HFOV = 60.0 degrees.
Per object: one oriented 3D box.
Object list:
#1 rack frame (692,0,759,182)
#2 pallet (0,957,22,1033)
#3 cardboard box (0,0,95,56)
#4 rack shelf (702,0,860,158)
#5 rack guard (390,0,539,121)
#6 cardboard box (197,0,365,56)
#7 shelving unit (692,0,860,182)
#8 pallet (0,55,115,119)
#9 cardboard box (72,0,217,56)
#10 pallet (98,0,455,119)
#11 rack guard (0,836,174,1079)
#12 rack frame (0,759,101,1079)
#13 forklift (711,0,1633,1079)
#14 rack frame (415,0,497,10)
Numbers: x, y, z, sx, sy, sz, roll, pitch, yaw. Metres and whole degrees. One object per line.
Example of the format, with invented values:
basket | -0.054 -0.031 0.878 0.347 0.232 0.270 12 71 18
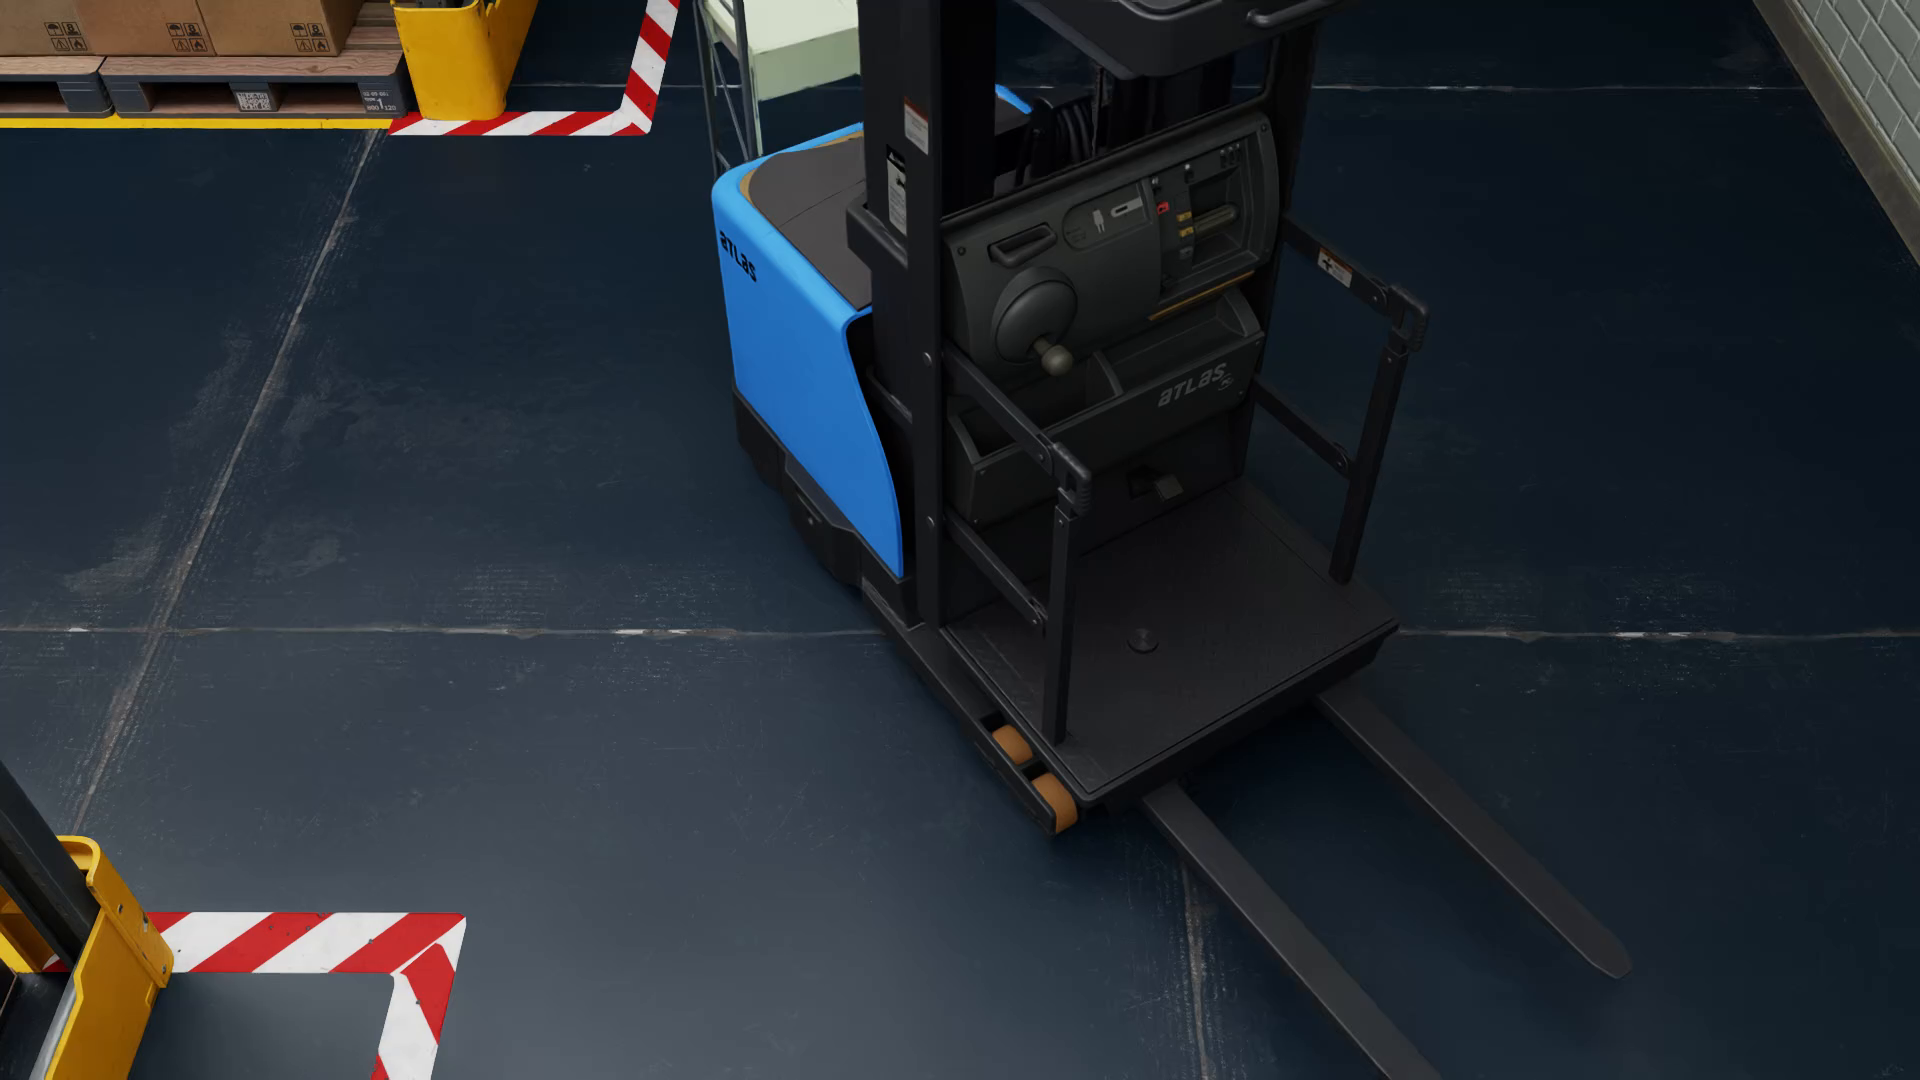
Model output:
rack frame | -0.706 -1.142 5.288 0.023 1.500 0.400 -21 51 -19
pallet | -2.977 1.394 3.809 1.213 0.211 1.003 0 47 0
cardboard box | -3.793 -2.403 6.858 0.500 0.500 0.700 -1 47 -1
rack shelf | -0.383 -1.533 5.119 0.720 0.370 0.431 -21 51 -19
rack guard | -2.065 -2.329 7.076 0.348 0.500 1.175 0 47 0
cardboard box | -2.789 -2.401 6.856 0.500 0.500 0.700 0 47 0
shelving unit | -0.383 -1.267 5.405 0.755 1.500 0.431 -21 51 -19
pallet | -4.106 -2.181 7.136 1.213 0.211 1.003 0 47 0
cardboard box | -3.290 -2.402 6.858 0.500 0.500 0.700 0 47 0
pallet | -2.889 -2.176 7.131 1.213 0.211 1.003 0 47 0
rack guard | -2.180 1.297 3.702 0.348 0.500 1.175 0 47 0
rack frame | -2.104 0.445 2.786 0.127 3.000 1.000 0 47 0
forklift | 0.503 -0.607 3.813 1.130 2.935 3.031 -26 52 -22
rack frame | -2.089 -3.181 6.161 0.127 3.000 1.000 0 47 0
